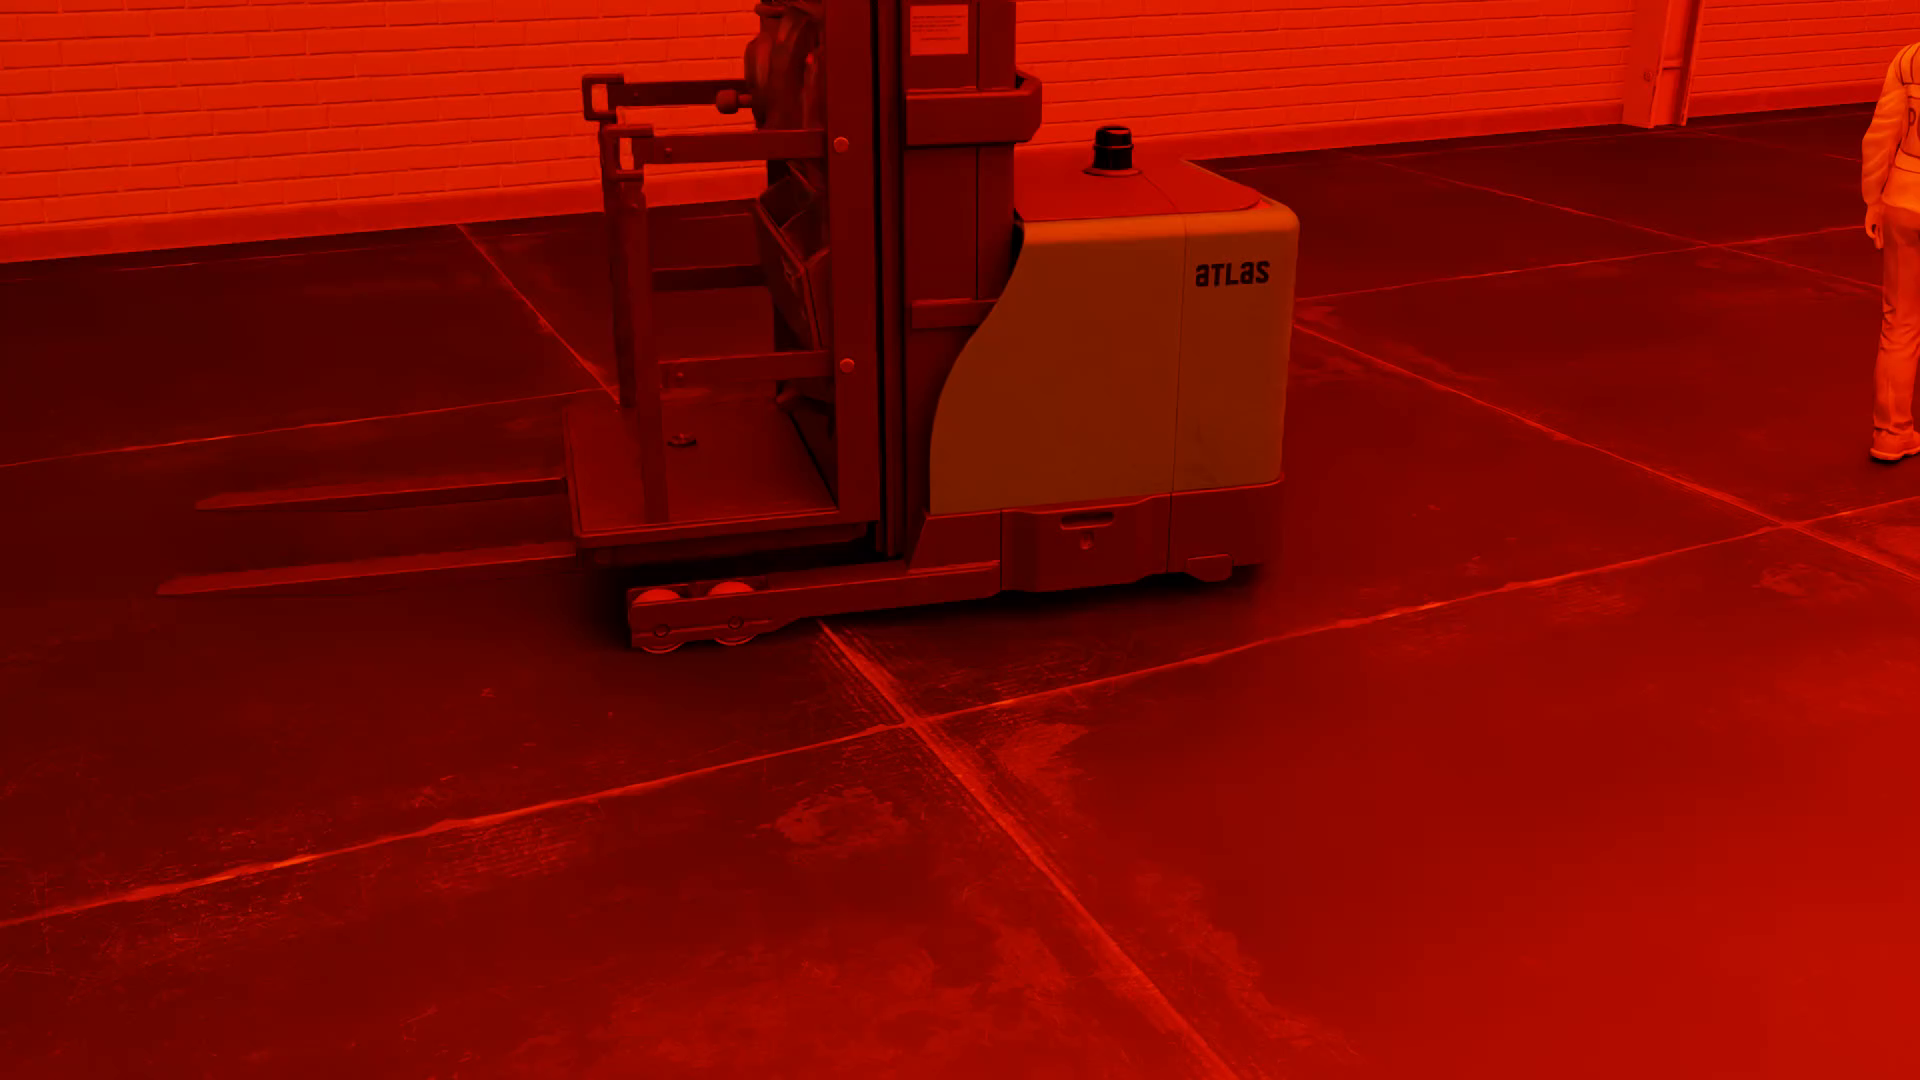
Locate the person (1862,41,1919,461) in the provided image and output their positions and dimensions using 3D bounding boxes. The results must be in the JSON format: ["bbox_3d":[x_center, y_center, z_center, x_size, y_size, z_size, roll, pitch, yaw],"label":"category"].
[{"bbox_3d":[3.275,-1.077,5.471,0.531,1.695,0.588,-15,27,-31],"label":"person"}]

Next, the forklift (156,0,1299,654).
[{"bbox_3d":[-0.647,-1.278,4.363,3.031,2.935,1.130,-6,23,-13],"label":"forklift"}]
